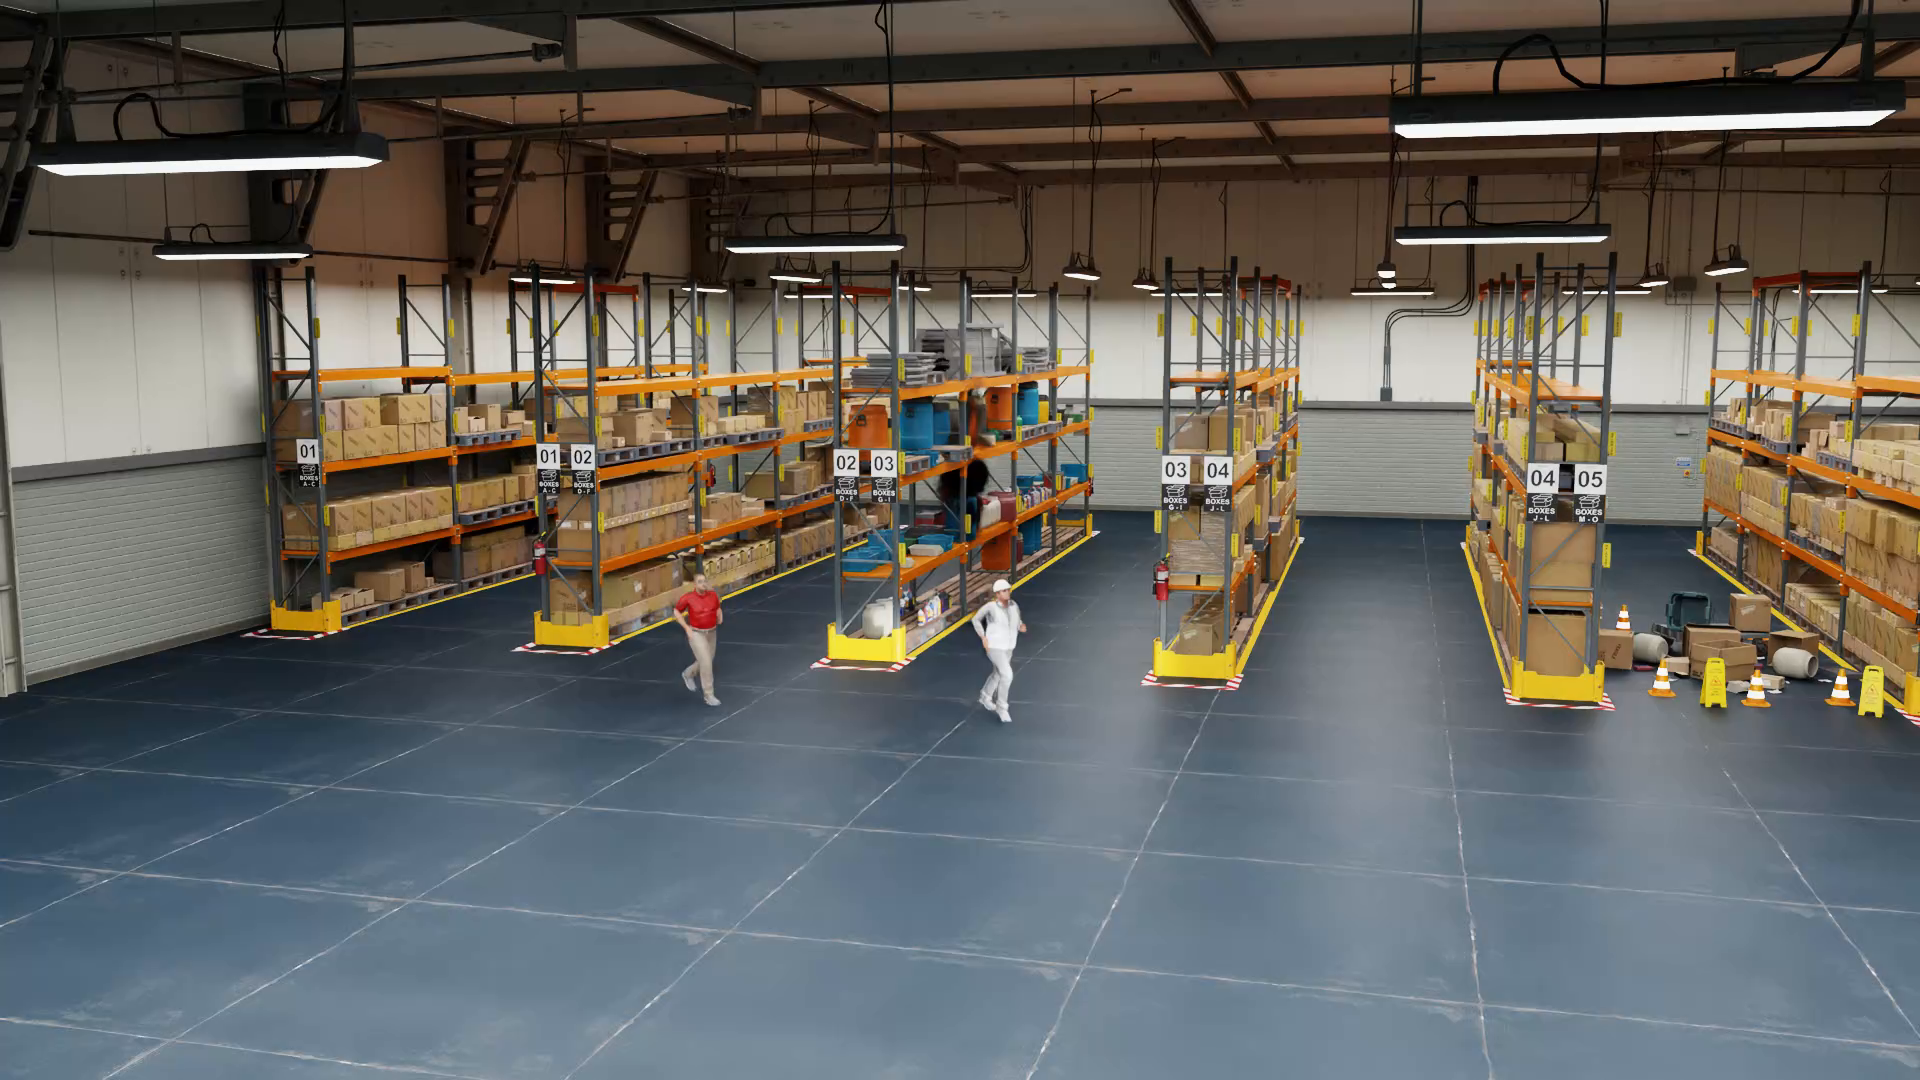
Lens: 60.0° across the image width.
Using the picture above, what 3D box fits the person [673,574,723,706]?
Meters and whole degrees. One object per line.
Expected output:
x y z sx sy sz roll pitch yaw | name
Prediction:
-3.494 1.314 22.481 0.650 1.741 0.888 -7 10 -43 | person

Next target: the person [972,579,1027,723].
0.523 1.405 21.506 0.651 1.828 0.788 -7 10 -44 | person
